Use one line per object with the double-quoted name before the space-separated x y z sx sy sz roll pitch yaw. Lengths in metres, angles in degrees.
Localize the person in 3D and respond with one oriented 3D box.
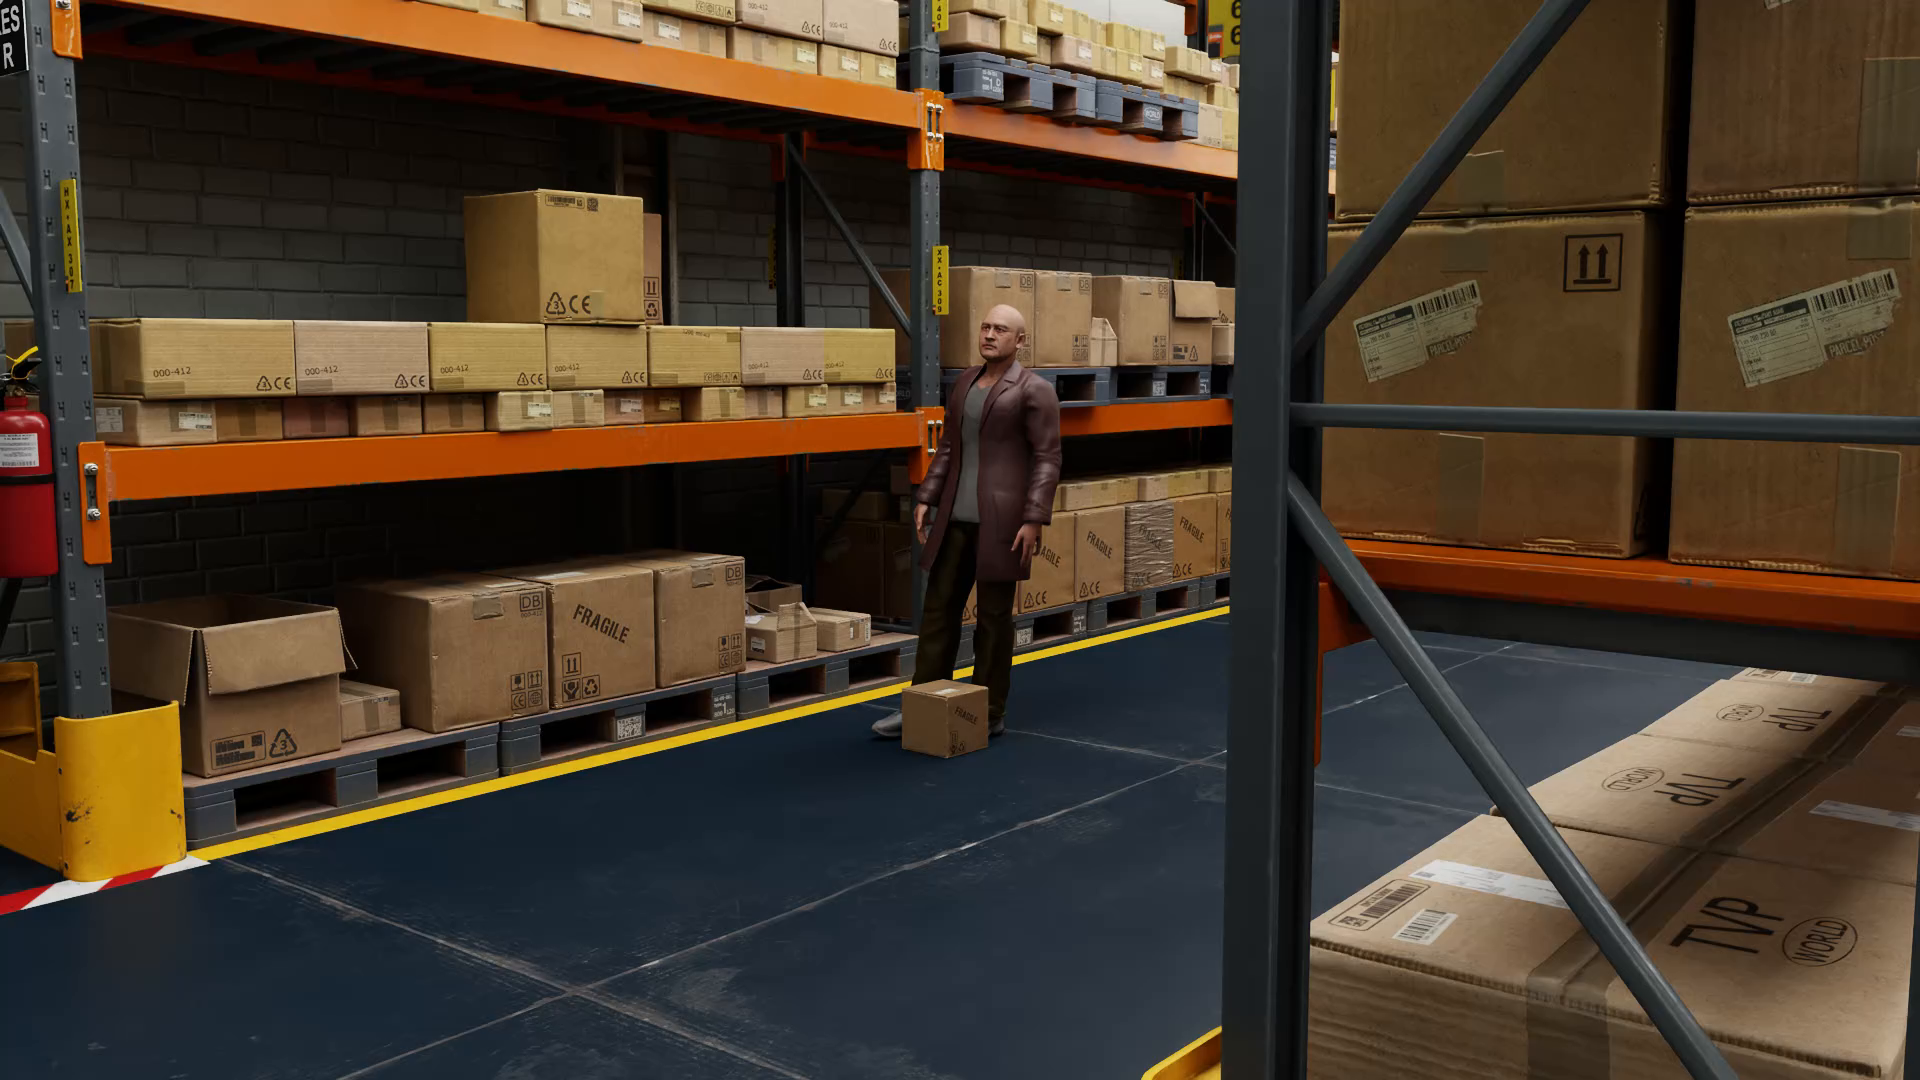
"person" 0.042 -0.066 6.785 0.695 1.776 0.581 5 8 39
